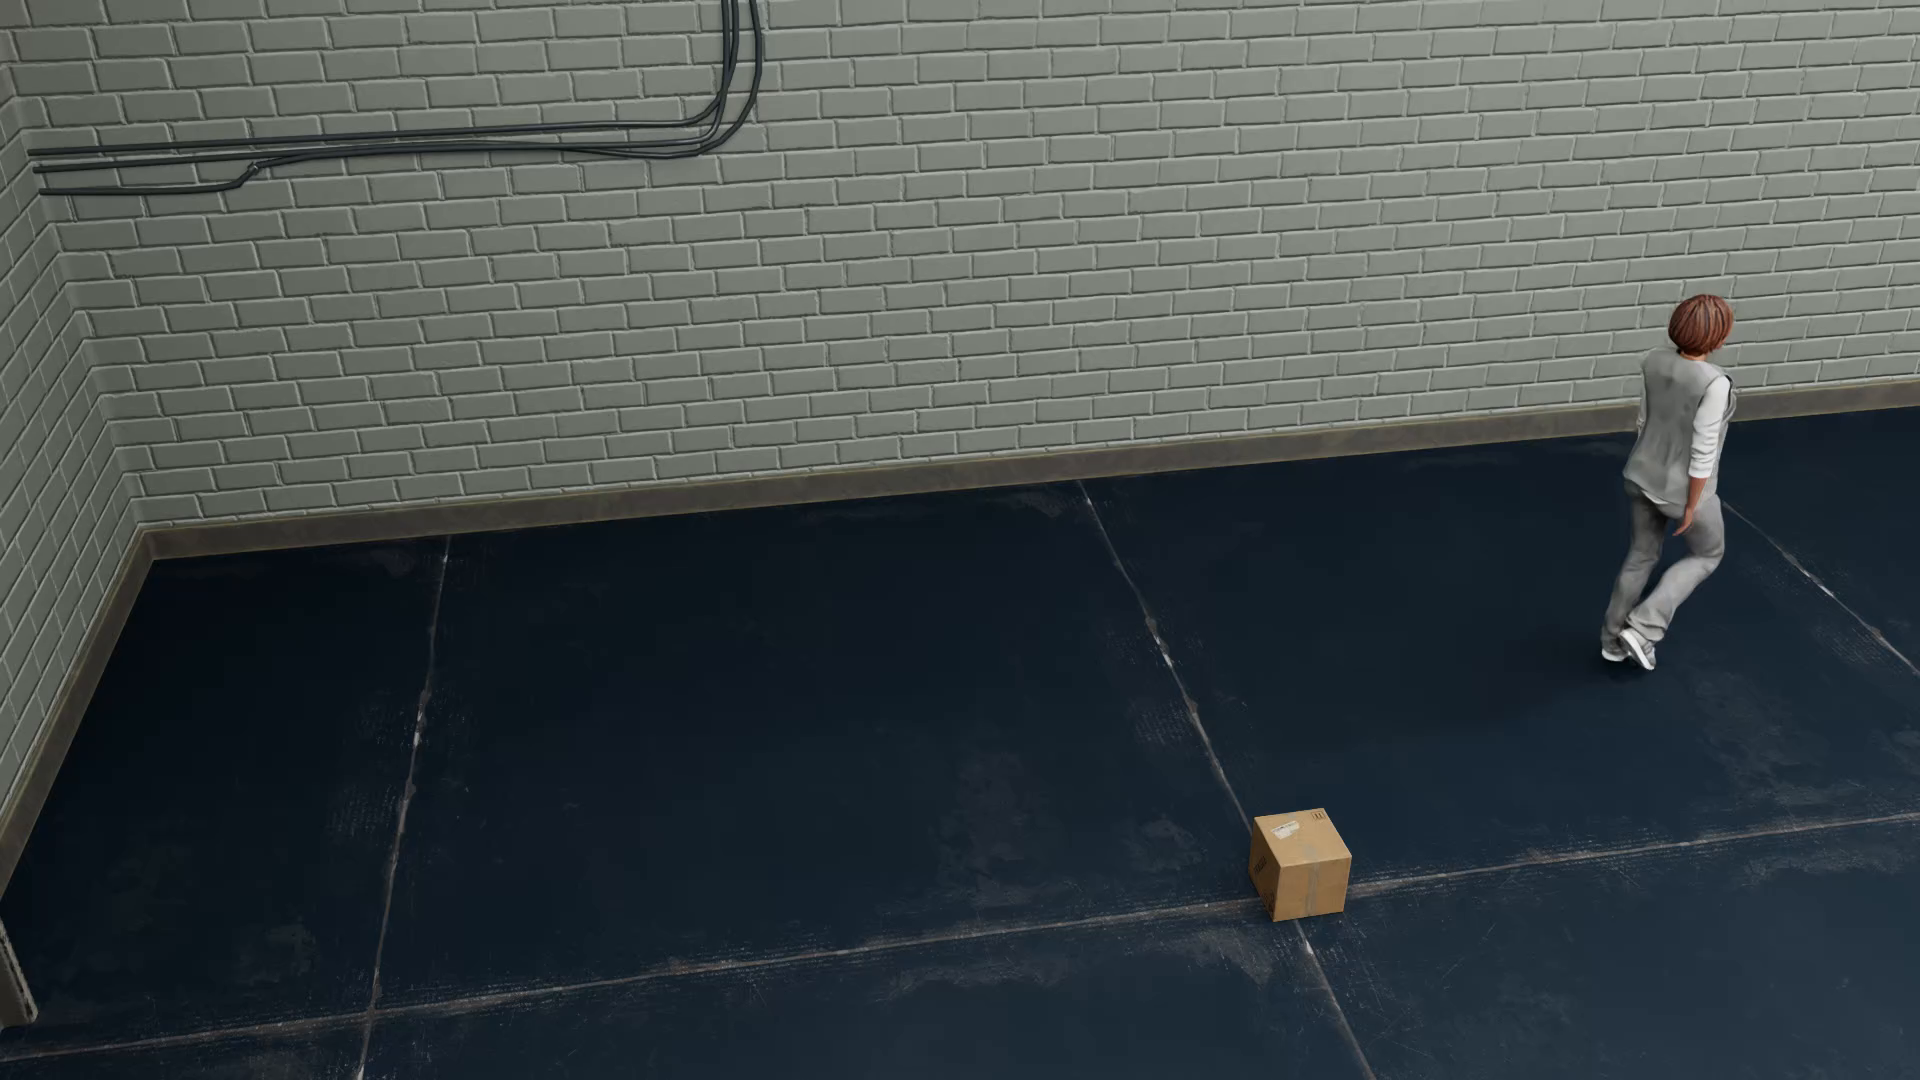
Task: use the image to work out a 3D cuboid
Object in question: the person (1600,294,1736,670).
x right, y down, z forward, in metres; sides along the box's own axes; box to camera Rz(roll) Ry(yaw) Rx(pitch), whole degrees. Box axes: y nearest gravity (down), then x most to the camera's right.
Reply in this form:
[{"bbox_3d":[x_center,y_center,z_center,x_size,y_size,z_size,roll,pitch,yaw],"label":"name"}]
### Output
[{"bbox_3d":[2.774,-0.218,6.457,0.399,1.589,0.411,-15,34,-23],"label":"person"}]
